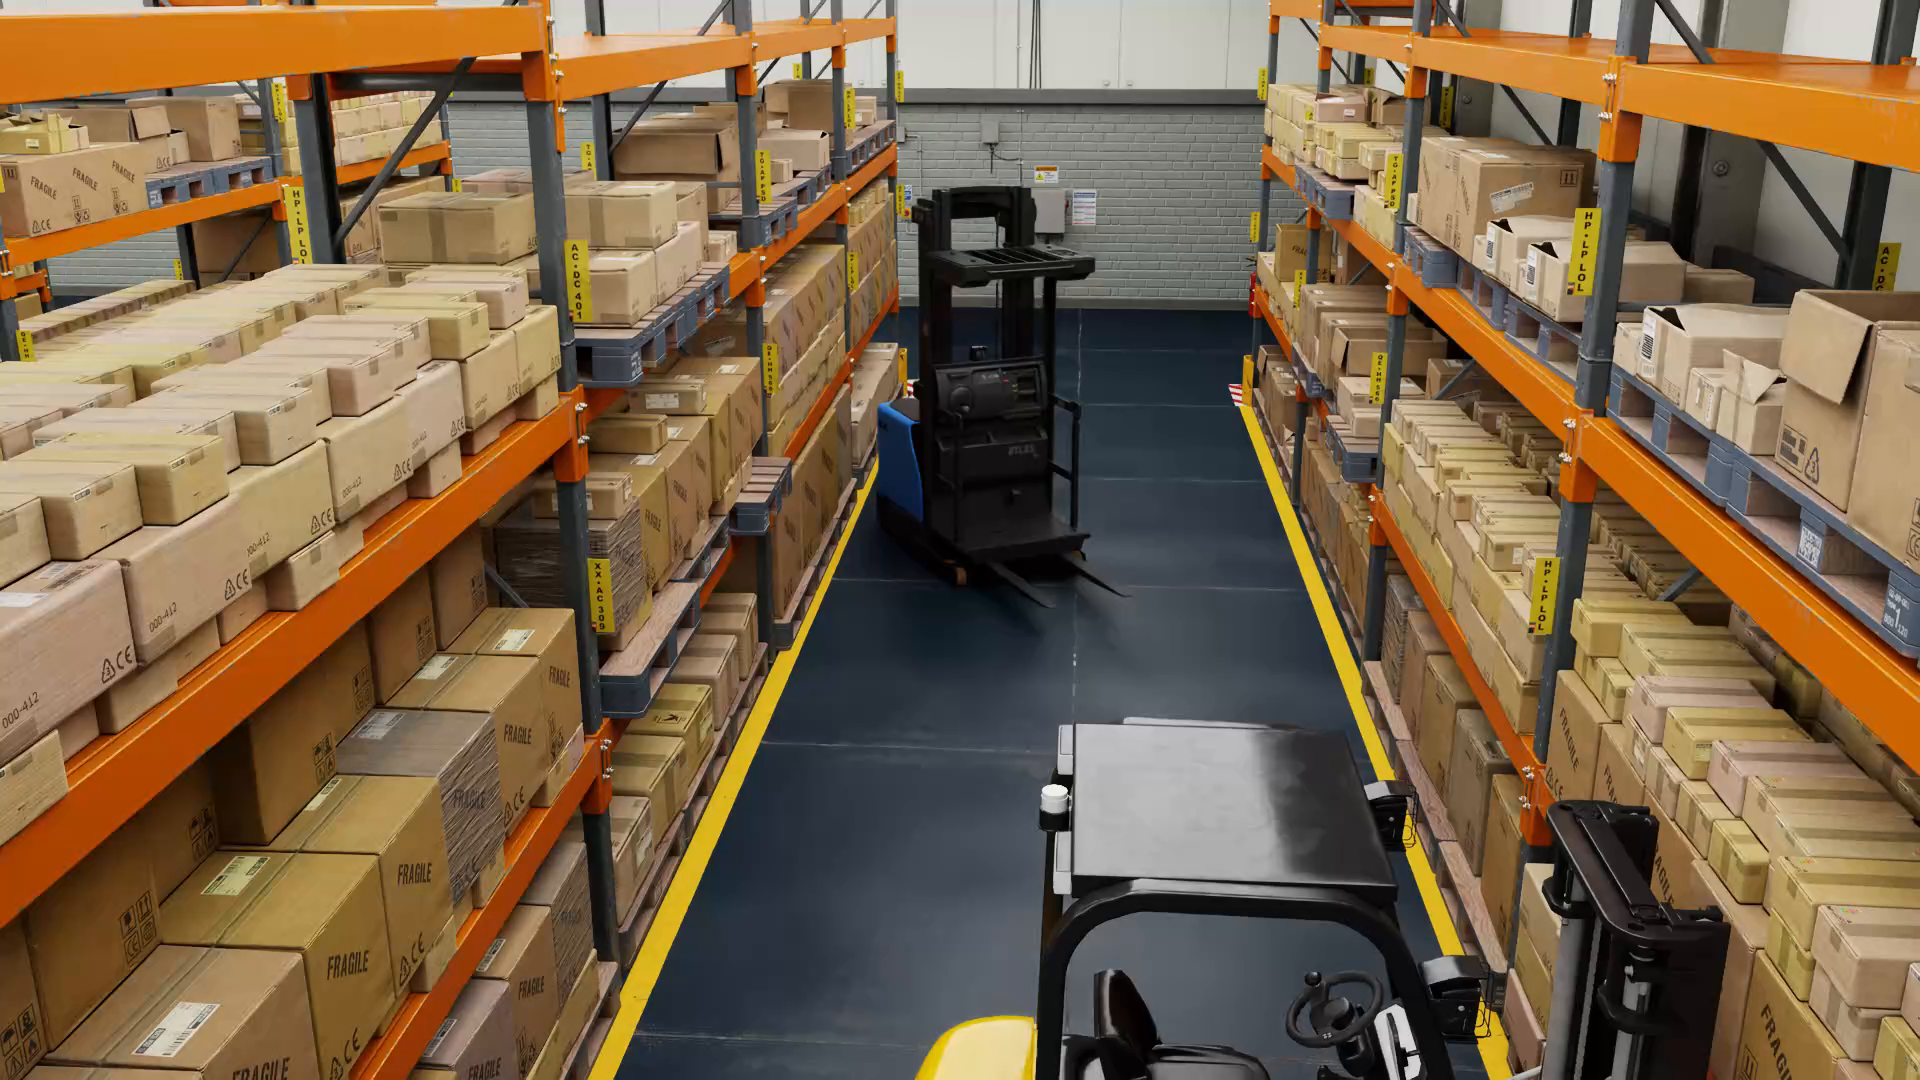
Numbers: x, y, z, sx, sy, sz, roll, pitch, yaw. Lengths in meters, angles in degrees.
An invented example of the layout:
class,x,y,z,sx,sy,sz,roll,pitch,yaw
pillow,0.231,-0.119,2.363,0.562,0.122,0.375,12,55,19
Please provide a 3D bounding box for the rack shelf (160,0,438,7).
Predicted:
class,x,y,z,sx,sy,sz,roll,pitch,yaw
rack shelf,-6.284,-5.056,16.062,1.077,0.370,4.000,1,18,4

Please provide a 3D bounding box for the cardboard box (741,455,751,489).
class,x,y,z,sx,sy,sz,roll,pitch,yaw
cardboard box,-1.479,-0.415,10.101,0.380,0.149,0.250,1,18,3

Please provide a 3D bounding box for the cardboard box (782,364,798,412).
class,x,y,z,sx,sy,sz,roll,pitch,yaw
cardboard box,-1.449,-1.085,11.853,0.500,0.250,0.500,2,18,5

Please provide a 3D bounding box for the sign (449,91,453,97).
class,x,y,z,sx,sy,sz,roll,pitch,yaw
sign,-5.589,-4.997,18.117,0.100,0.325,0.005,1,18,4

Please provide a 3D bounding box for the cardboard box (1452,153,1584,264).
class,x,y,z,sx,sy,sz,roll,pitch,yaw
cardboard box,2.813,-1.681,8.422,0.500,0.500,0.500,2,18,5

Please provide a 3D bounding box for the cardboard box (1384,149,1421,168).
class,x,y,z,sx,sy,sz,roll,pitch,yaw
cardboard box,3.064,-2.536,11.150,0.380,0.149,0.250,1,18,3

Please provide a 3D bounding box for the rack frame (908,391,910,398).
class,x,y,z,sx,sy,sz,roll,pitch,yaw
rack frame,-0.349,-0.803,14.688,0.200,1.050,0.008,-4,15,-12

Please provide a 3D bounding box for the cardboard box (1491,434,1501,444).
class,x,y,z,sx,sy,sz,roll,pitch,yaw
cardboard box,3.426,-0.517,10.121,0.500,0.250,0.500,2,18,5

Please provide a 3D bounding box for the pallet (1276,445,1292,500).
class,x,y,z,sx,sy,sz,roll,pitch,yaw
pallet,3.518,-0.627,15.497,1.003,0.211,1.213,1,18,4

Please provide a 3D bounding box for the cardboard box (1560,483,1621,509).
class,x,y,z,sx,sy,sz,roll,pitch,yaw
cardboard box,3.289,-0.186,8.473,0.380,0.149,0.250,1,18,4

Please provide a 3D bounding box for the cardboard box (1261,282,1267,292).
class,x,y,z,sx,sy,sz,roll,pitch,yaw
cardboard box,3.457,-2.765,17.949,0.380,0.149,0.250,1,18,3

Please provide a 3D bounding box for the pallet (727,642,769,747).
class,x,y,z,sx,sy,sz,roll,pitch,yaw
pallet,-1.827,0.962,10.648,1.003,0.211,1.213,1,18,4

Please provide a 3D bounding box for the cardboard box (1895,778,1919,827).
class,x,y,z,sx,sy,sz,roll,pitch,yaw
cardboard box,3.000,0.830,4.893,0.380,0.149,0.250,2,18,5

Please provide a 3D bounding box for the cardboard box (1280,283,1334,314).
class,x,y,z,sx,sy,sz,roll,pitch,yaw
cardboard box,3.331,-2.283,15.835,0.500,0.250,0.500,1,18,4

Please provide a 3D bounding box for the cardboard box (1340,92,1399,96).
class,x,y,z,sx,sy,sz,roll,pitch,yaw
cardboard box,3.874,-4.093,15.740,0.500,0.250,0.500,1,18,4

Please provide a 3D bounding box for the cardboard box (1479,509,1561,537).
class,x,y,z,sx,sy,sz,roll,pitch,yaw
cardboard box,2.736,-0.041,8.028,0.380,0.149,0.250,1,18,3

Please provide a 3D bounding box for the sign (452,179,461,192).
class,x,y,z,sx,sy,sz,roll,pitch,yaw
sign,-5.589,-3.851,18.493,0.100,0.325,0.005,1,18,4

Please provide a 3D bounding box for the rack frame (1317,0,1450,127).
class,x,y,z,sx,sy,sz,roll,pitch,yaw
rack frame,3.468,-4.589,13.477,1.000,3.000,0.127,1,18,4

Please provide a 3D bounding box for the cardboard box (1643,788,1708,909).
class,x,y,z,sx,sy,sz,roll,pitch,yaw
cardboard box,2.546,1.150,5.436,0.500,0.500,0.500,1,18,3

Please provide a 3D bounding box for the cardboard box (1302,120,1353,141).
class,x,y,z,sx,sy,sz,roll,pitch,yaw
cardboard box,3.009,-3.350,13.603,0.380,0.149,0.250,2,18,6

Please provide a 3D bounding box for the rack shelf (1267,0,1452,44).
class,x,y,z,sx,sy,sz,roll,pitch,yaw
rack shelf,3.611,-4.867,15.486,1.077,0.370,4.000,1,18,4

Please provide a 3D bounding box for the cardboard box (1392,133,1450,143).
class,x,y,z,sx,sy,sz,roll,pitch,yaw
cardboard box,3.419,-2.937,12.342,0.380,0.149,0.250,1,18,4

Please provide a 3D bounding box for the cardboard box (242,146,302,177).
class,x,y,z,sx,sy,sz,roll,pitch,yaw
cardboard box,-6.131,-3.419,14.965,0.500,0.250,0.500,2,18,7

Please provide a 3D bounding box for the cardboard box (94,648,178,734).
class,x,y,z,sx,sy,sz,roll,pitch,yaw
cardboard box,-2.013,0.312,3.740,0.380,0.149,0.250,2,18,5

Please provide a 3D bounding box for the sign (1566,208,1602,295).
class,x,y,z,sx,sy,sz,roll,pitch,yaw
sign,2.353,-1.084,6.260,0.100,0.325,0.005,1,18,4

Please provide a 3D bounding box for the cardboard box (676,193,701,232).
class,x,y,z,sx,sy,sz,roll,pitch,yaw
cardboard box,-1.851,-1.606,9.024,0.797,0.503,0.637,1,18,4

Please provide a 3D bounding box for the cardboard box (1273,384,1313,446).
class,x,y,z,sx,sy,sz,roll,pitch,yaw
cardboard box,3.442,-1.218,16.162,0.700,0.500,0.500,1,18,2

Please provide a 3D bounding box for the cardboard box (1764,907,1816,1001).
class,x,y,z,sx,sy,sz,roll,pitch,yaw
cardboard box,2.421,1.120,4.486,0.380,0.149,0.250,1,18,4

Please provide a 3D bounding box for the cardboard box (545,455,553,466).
class,x,y,z,sx,sy,sz,roll,pitch,yaw
cardboard box,-2.175,-0.215,8.448,0.500,0.500,0.500,2,18,6

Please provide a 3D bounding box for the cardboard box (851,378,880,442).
class,x,y,z,sx,sy,sz,roll,pitch,yaw
cardboard box,-1.268,-1.301,16.516,0.875,0.438,0.875,1,18,2

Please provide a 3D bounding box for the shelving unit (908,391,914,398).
class,x,y,z,sx,sy,sz,roll,pitch,yaw
shelving unit,-0.322,-0.773,14.573,0.215,1.050,0.252,-4,15,-12

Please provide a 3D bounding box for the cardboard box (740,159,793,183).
class,x,y,z,sx,sy,sz,roll,pitch,yaw
cardboard box,-1.469,-2.772,12.448,0.380,0.166,0.250,3,18,9

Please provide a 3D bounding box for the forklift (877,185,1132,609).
class,x,y,z,sx,sy,sz,roll,pitch,yaw
forklift,0.335,-1.174,12.799,1.130,2.935,3.031,-8,20,-22

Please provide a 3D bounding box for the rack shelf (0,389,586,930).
class,x,y,z,sx,sy,sz,roll,pitch,yaw
rack shelf,-2.200,0.174,4.913,1.077,0.370,4.000,1,18,4

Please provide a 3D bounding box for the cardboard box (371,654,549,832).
class,x,y,z,sx,sy,sz,roll,pitch,yaw
cardboard box,-1.871,0.751,6.175,0.500,0.500,0.500,2,18,6

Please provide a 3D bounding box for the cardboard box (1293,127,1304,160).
class,x,y,z,sx,sy,sz,roll,pitch,yaw
cardboard box,3.280,-3.551,14.889,0.500,0.250,0.500,1,18,2

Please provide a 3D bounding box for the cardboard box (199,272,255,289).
class,x,y,z,sx,sy,sz,roll,pitch,yaw
cardboard box,-6.675,-2.273,15.403,0.500,0.500,0.500,1,18,4

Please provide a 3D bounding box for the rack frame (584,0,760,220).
class,x,y,z,sx,sy,sz,roll,pitch,yaw
rack frame,-1.770,-3.457,10.021,1.000,3.000,0.127,1,18,4

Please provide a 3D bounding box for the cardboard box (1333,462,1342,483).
class,x,y,z,sx,sy,sz,roll,pitch,yaw
cardboard box,3.146,-0.546,13.070,0.380,0.149,0.250,2,18,6

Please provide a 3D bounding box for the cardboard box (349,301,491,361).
class,x,y,z,sx,sy,sz,roll,pitch,yaw
cardboard box,-1.799,-0.700,5.549,0.380,0.149,0.250,2,18,6

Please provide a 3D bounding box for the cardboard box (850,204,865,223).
class,x,y,z,sx,sy,sz,roll,pitch,yaw
cardboard box,-1.096,-3.089,15.726,0.380,0.149,0.250,1,18,2

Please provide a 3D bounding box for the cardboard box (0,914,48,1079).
class,x,y,z,sx,sy,sz,roll,pitch,yaw
cardboard box,-2.525,1.051,3.653,0.700,0.500,0.500,1,18,3

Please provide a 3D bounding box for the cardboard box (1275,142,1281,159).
class,x,y,z,sx,sy,sz,roll,pitch,yaw
cardboard box,3.340,-3.875,16.518,0.380,0.149,0.250,1,18,4

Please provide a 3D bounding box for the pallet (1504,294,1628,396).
class,x,y,z,sx,sy,sz,roll,pitch,yaw
pallet,2.945,-0.863,7.228,0.805,0.209,1.217,1,18,2

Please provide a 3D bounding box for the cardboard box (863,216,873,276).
class,x,y,z,sx,sy,sz,roll,pitch,yaw
cardboard box,-1.117,-2.829,15.973,0.500,0.500,0.500,2,18,5

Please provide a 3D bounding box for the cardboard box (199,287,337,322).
class,x,y,z,sx,sy,sz,roll,pitch,yaw
cardboard box,-2.422,-0.795,5.837,0.380,0.149,0.250,1,18,2

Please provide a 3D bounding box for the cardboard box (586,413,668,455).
class,x,y,z,sx,sy,sz,roll,pitch,yaw
cardboard box,-1.695,-0.538,8.393,0.380,0.149,0.250,2,18,7

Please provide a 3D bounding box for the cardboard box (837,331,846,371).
class,x,y,z,sx,sy,sz,roll,pitch,yaw
cardboard box,-1.264,-1.632,14.327,0.500,0.250,0.500,1,18,3

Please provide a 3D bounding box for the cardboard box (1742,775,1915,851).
class,x,y,z,sx,sy,sz,roll,pitch,yaw
cardboard box,2.562,0.821,4.920,0.380,0.149,0.250,1,18,4

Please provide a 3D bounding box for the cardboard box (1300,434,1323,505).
class,x,y,z,sx,sy,sz,roll,pitch,yaw
cardboard box,3.209,-0.605,14.292,0.500,0.500,0.500,2,18,6

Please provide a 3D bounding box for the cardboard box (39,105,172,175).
class,x,y,z,sx,sy,sz,roll,pitch,yaw
cardboard box,-6.670,-3.125,12.984,0.797,0.503,0.637,1,18,3

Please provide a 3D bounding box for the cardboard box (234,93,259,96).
class,x,y,z,sx,sy,sz,roll,pitch,yaw
cardboard box,-6.611,-4.136,15.708,0.380,0.149,0.250,1,18,2

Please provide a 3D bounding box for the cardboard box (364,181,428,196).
class,x,y,z,sx,sy,sz,roll,pitch,yaw
cardboard box,-5.962,-3.529,17.630,0.500,0.500,0.500,1,18,2

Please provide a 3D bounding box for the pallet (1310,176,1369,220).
class,x,y,z,sx,sy,sz,roll,pitch,yaw
pallet,3.280,-2.551,12.377,1.213,0.211,1.003,1,18,4

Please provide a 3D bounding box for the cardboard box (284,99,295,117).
class,x,y,z,sx,sy,sz,roll,pitch,yaw
cardboard box,-6.113,-3.877,14.919,0.380,0.149,0.250,1,18,2

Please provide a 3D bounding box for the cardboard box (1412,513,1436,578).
class,x,y,z,sx,sy,sz,roll,pitch,yaw
cardboard box,2.835,0.024,9.274,0.500,0.250,0.500,1,18,2

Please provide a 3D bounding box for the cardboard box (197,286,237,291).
class,x,y,z,sx,sy,sz,roll,pitch,yaw
cardboard box,-6.280,-2.078,14.220,0.380,0.149,0.250,1,18,2
